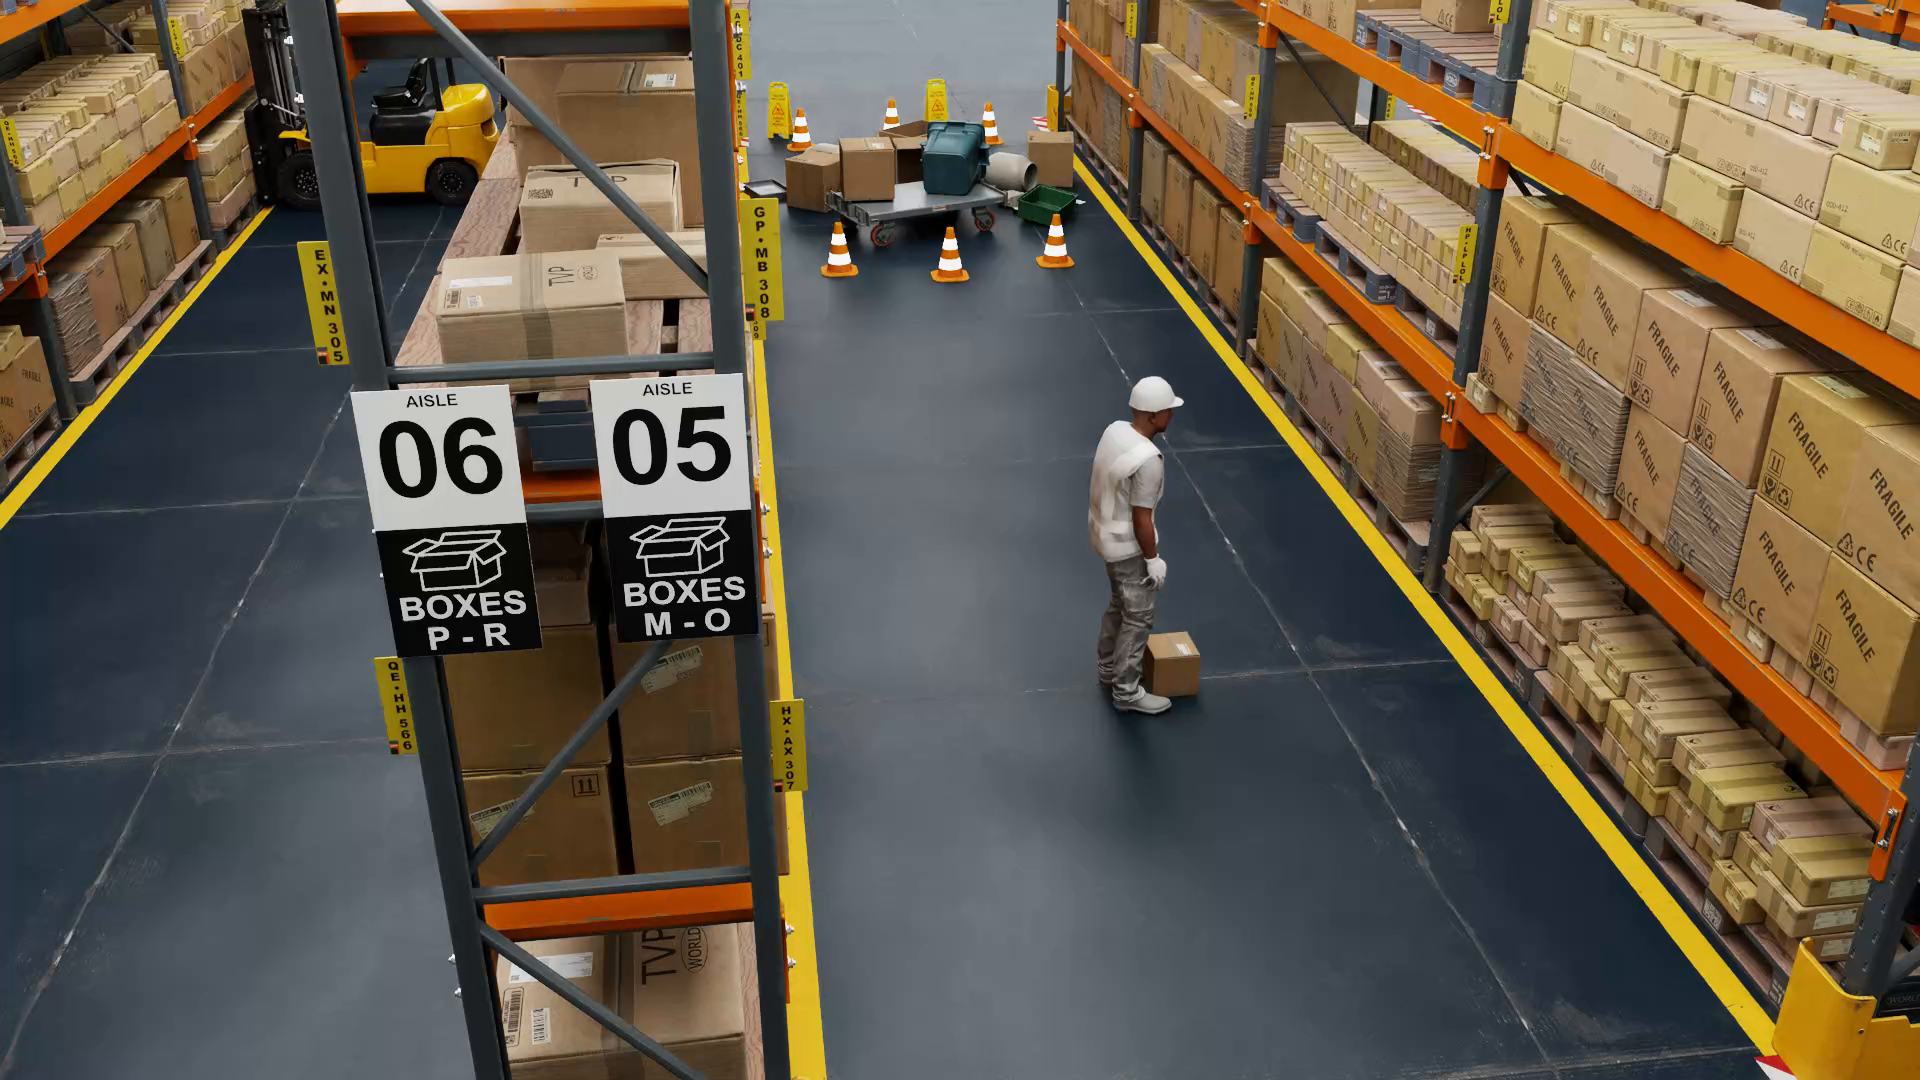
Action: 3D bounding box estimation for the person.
[{"bbox_3d":[0.898,0.009,8.588,0.447,1.773,0.628,-5,27,-10],"label":"person"}]
